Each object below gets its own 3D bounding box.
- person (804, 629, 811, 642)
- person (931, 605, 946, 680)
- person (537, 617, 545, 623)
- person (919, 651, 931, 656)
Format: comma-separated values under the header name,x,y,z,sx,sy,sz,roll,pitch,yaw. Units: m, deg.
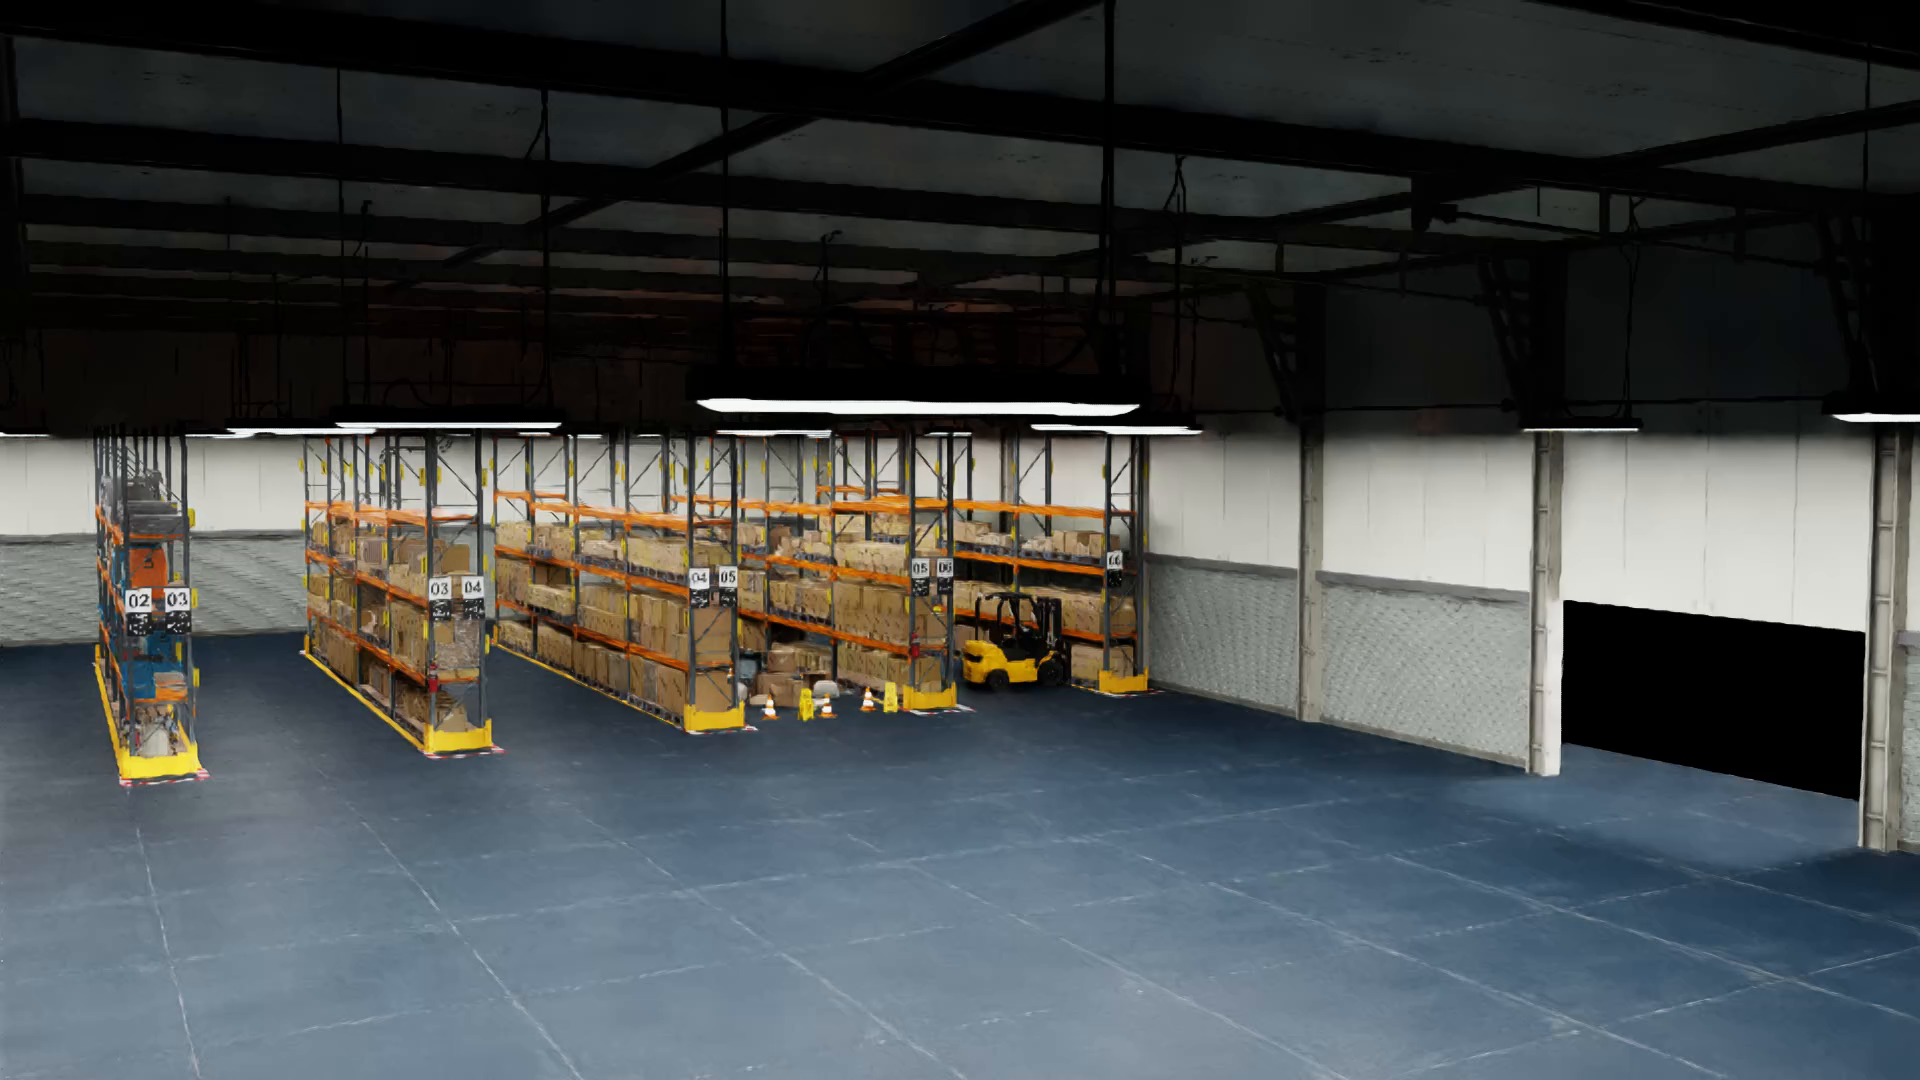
name,x,y,z,sx,sy,sz,roll,pitch,yaw
person,-4.293,2.151,45.651,0.450,1.599,0.467,0,3,2
person,-0.604,2.435,39.545,0.550,1.763,0.678,0,3,-4
person,-12.391,1.930,48.795,0.623,1.659,0.454,2,4,29
person,-0.978,2.258,43.188,0.580,1.666,0.572,0,3,-5
